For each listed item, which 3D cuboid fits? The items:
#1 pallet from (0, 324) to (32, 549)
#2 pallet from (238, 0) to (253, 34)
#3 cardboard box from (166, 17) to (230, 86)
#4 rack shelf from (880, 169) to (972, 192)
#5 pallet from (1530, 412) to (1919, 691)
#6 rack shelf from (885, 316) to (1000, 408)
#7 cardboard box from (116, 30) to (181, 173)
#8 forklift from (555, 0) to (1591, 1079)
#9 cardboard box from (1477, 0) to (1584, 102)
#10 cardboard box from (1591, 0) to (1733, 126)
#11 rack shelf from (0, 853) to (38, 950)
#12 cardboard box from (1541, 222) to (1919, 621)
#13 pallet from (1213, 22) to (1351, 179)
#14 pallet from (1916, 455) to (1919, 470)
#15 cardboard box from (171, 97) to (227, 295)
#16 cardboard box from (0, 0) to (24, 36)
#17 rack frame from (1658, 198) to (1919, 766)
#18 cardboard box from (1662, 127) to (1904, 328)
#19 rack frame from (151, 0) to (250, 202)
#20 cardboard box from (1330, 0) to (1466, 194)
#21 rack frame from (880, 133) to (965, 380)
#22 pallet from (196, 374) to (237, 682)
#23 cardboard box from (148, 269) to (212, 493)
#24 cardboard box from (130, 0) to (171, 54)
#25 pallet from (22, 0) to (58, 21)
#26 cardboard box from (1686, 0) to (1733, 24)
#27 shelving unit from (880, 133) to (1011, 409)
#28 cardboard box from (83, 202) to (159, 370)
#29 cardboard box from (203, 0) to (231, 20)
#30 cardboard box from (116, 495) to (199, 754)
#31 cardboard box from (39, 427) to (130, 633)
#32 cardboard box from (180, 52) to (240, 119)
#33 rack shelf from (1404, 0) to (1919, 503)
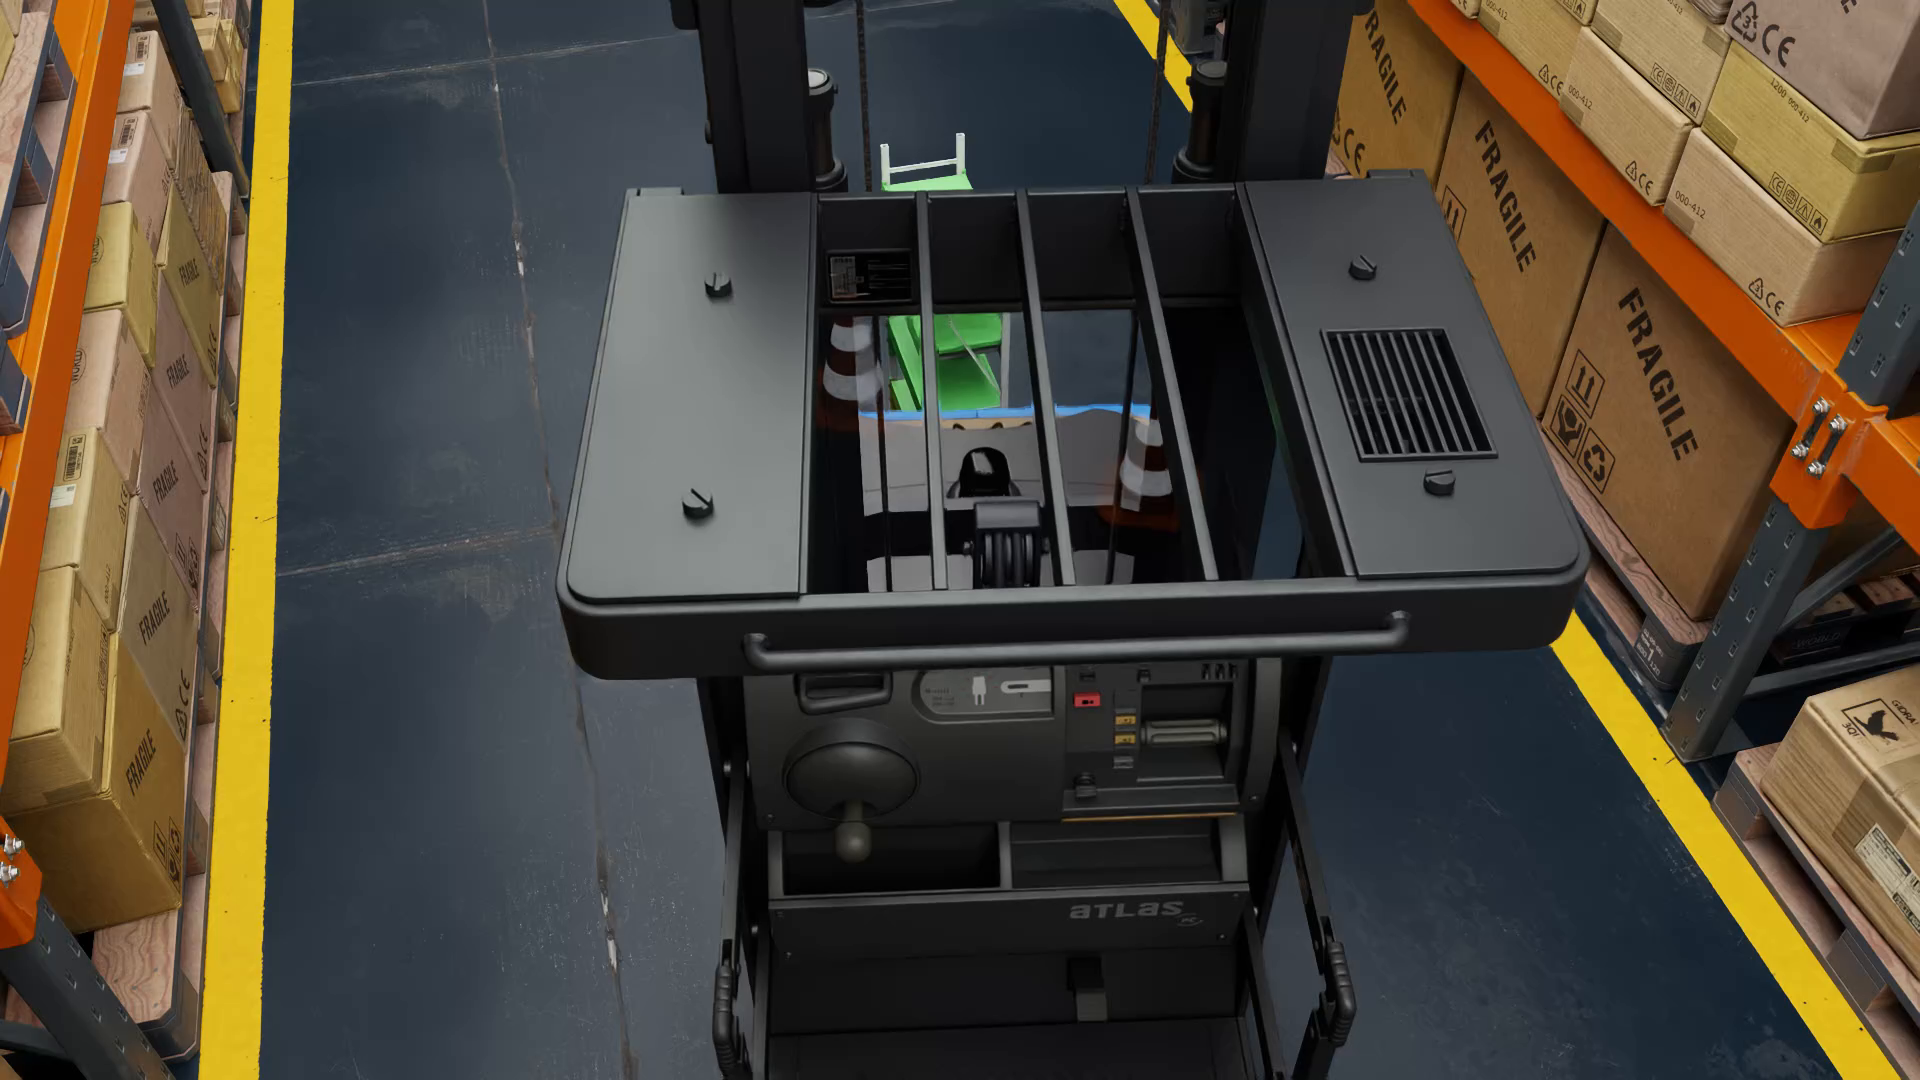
[{"bbox_3d":[-2.565,0.015,3.269,1.213,0.211,1.003,-11,47,-10],"label":"pallet"},{"bbox_3d":[-3.826,-2.666,7.715,1.003,0.211,1.213,-11,47,-10],"label":"pallet"},{"bbox_3d":[-3.087,-1.903,6.509,0.380,0.149,0.250,-9,46,-8],"label":"cardboard box"},{"bbox_3d":[-0.042,-0.825,4.636,0.258,0.148,0.480,-11,47,-10],"label":"rack shelf"},{"bbox_3d":[2.350,-0.137,5.236,1.003,0.211,1.213,-11,47,-10],"label":"pallet"},{"bbox_3d":[-0.042,-0.490,4.979,0.258,0.148,0.480,-11,47,-10],"label":"rack shelf"},{"bbox_3d":[-2.869,-1.408,5.461,0.500,0.250,0.500,-12,47,-11],"label":"cardboard box"},{"bbox_3d":[0.105,0.448,2.758,1.130,2.935,3.031,-2,46,-2],"label":"forklift"},{"bbox_3d":[1.840,-1.504,4.729,0.500,0.250,0.500,-11,47,-11],"label":"cardboard box"},{"bbox_3d":[1.975,-1.318,4.197,0.500,0.250,0.500,-12,47,-11],"label":"cardboard box"},{"bbox_3d":[-1.768,2.053,1.642,1.077,0.370,4.000,-11,47,-10],"label":"rack shelf"},{"bbox_3d":[2.383,-0.450,4.784,0.875,0.875,0.875,-11,47,-11],"label":"cardboard box"},{"bbox_3d":[1.726,-1.821,6.887,1.003,0.211,1.213,-11,47,-10],"label":"pallet"},{"bbox_3d":[2.765,-0.015,3.299,1.213,0.211,1.003,-11,47,-10],"label":"pallet"},{"bbox_3d":[-2.871,-1.148,5.731,0.500,0.500,0.500,-12,47,-11],"label":"cardboard box"},{"bbox_3d":[-2.741,-1.447,4.449,0.380,0.149,0.250,-13,47,-12],"label":"cardboard box"},{"bbox_3d":[2.479,-0.555,3.693,1.000,3.000,0.127,-11,47,-10],"label":"rack frame"},{"bbox_3d":[2.099,-0.804,4.042,0.500,0.250,0.500,-12,47,-12],"label":"cardboard box"},{"bbox_3d":[-3.304,-2.341,5.444,1.000,3.000,0.127,-11,47,-10],"label":"rack frame"},{"bbox_3d":[1.930,-1.684,5.994,0.875,0.875,0.875,-9,46,-9],"label":"cardboard box"},{"bbox_3d":[-0.105,-0.703,5.099,0.240,1.200,0.015,-11,47,-10],"label":"rack frame"},{"bbox_3d":[-2.787,0.016,5.087,1.003,0.211,1.213,-11,47,-10],"label":"pallet"},{"bbox_3d":[-2.613,-0.439,5.036,0.500,0.500,0.500,-12,47,-11],"label":"cardboard box"},{"bbox_3d":[-3.192,-1.974,6.370,0.380,0.149,0.250,-9,46,-9],"label":"cardboard box"},{"bbox_3d":[-3.249,-1.720,4.970,1.003,0.211,1.213,-11,47,-10],"label":"pallet"},{"bbox_3d":[1.955,-1.601,3.949,0.500,0.500,0.500,-10,46,-10],"label":"cardboard box"},{"bbox_3d":[-0.042,-0.534,4.933,0.258,1.200,0.503,-11,47,-10],"label":"shelving unit"},{"bbox_3d":[-2.601,-0.688,4.755,0.500,0.250,0.500,-13,47,-12],"label":"cardboard box"},{"bbox_3d":[-3.269,-2.146,6.955,0.380,0.149,0.250,-11,47,-11],"label":"cardboard box"},{"bbox_3d":[-2.346,0.267,4.345,0.500,0.500,0.500,-10,46,-10],"label":"cardboard box"},{"bbox_3d":[-2.352,0.015,4.066,0.500,0.250,0.500,-11,47,-11],"label":"cardboard box"},{"bbox_3d":[-3.087,-1.801,6.616,0.380,0.149,0.250,-13,47,-12],"label":"cardboard box"},{"bbox_3d":[1.967,-1.684,5.303,1.077,0.370,4.000,-11,47,-10],"label":"rack shelf"}]
